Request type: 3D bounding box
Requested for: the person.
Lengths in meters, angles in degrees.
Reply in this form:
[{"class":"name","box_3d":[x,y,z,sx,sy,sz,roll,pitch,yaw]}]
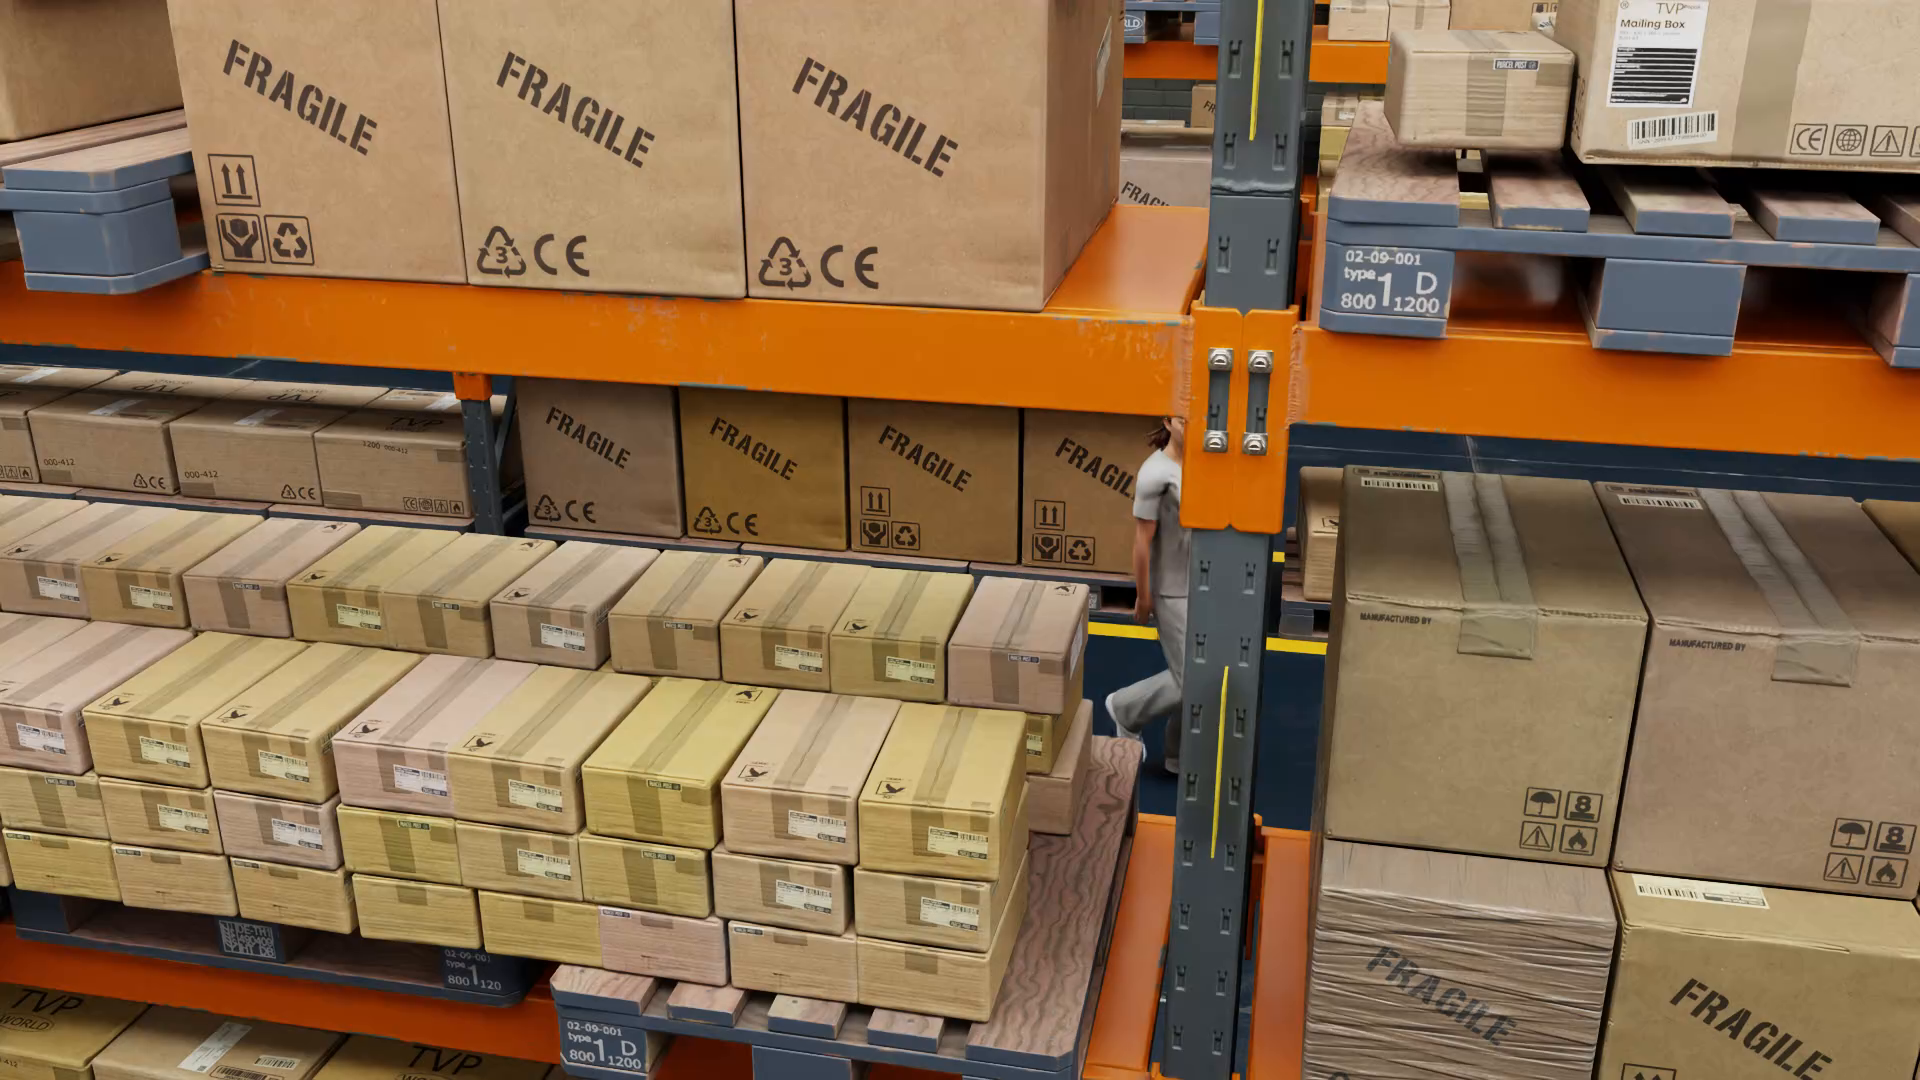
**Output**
[{"class":"person","box_3d":[0.865,0.187,6.576,0.524,1.661,0.452,20,29,41]}]
